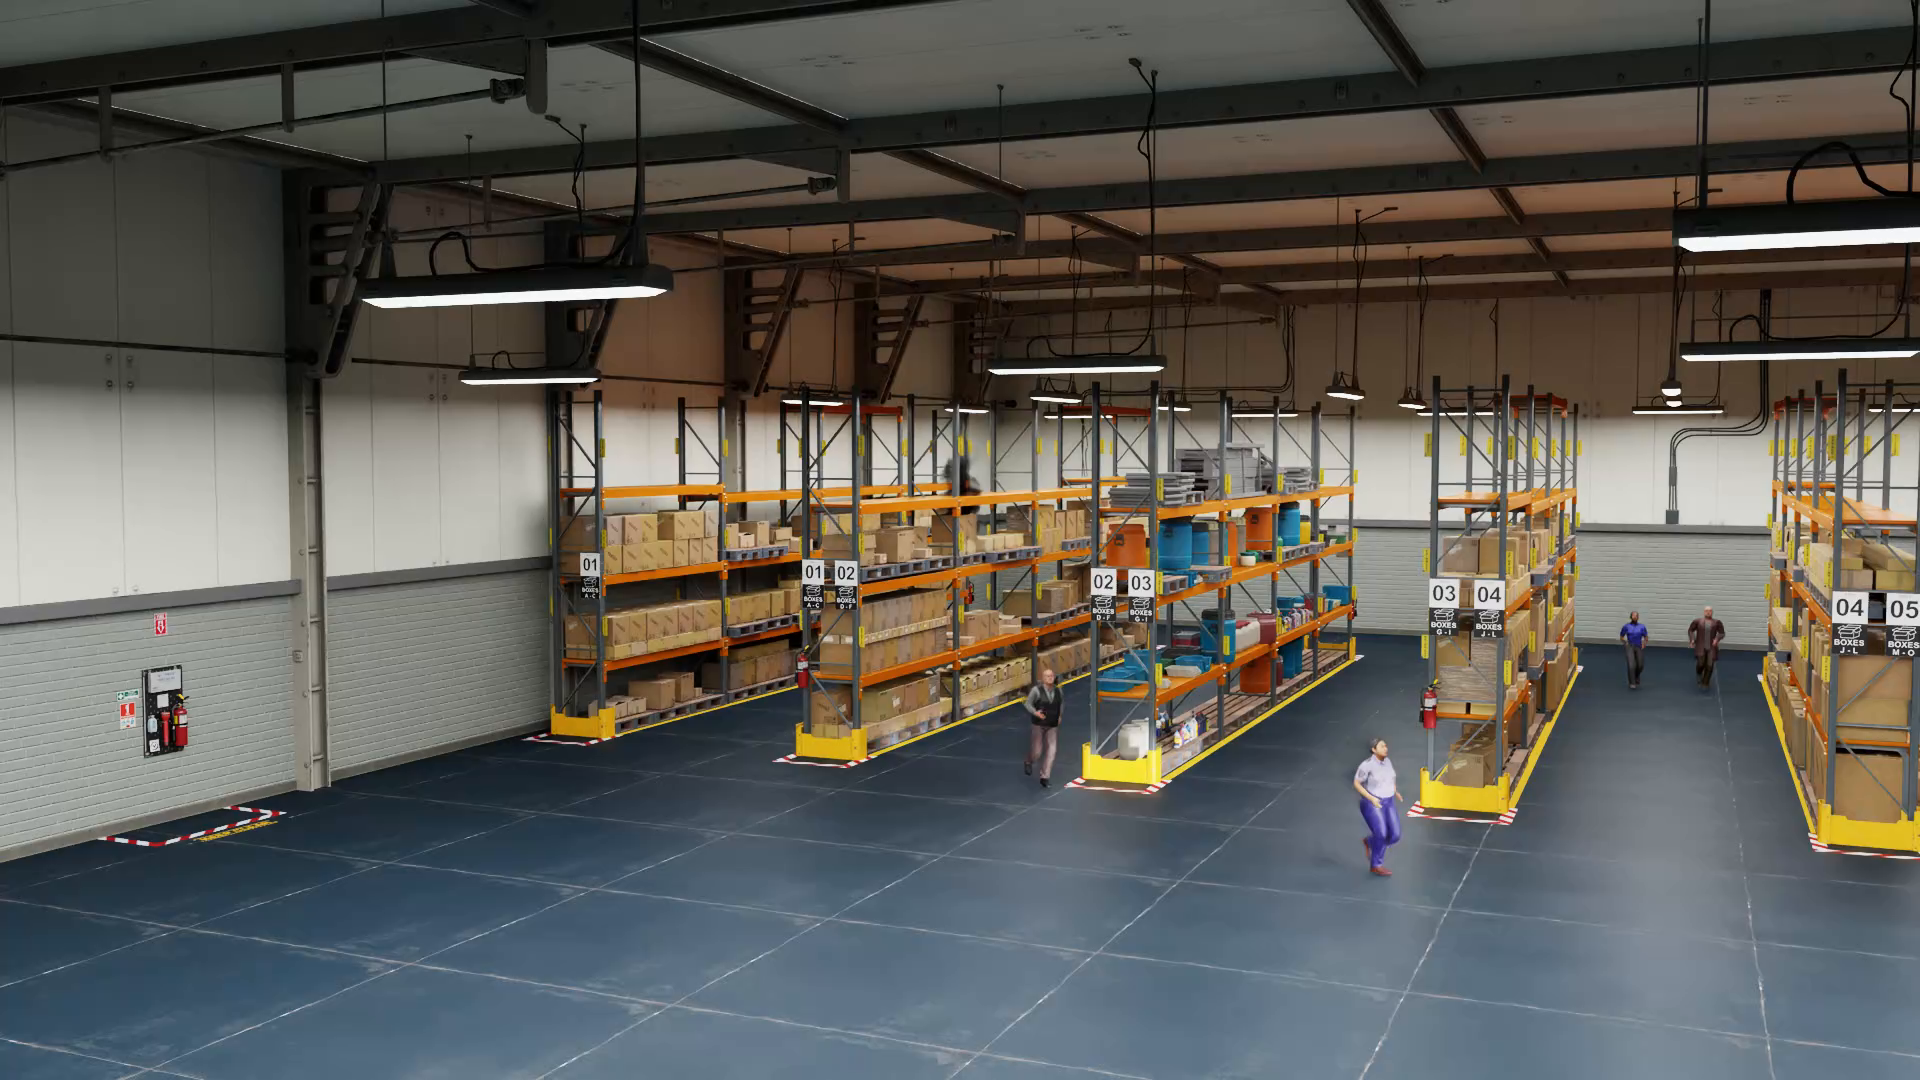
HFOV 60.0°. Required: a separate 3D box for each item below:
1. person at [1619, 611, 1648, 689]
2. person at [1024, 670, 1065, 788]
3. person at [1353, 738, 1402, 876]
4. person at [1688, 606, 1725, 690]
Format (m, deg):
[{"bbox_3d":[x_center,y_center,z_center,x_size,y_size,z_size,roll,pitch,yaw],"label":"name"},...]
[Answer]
[{"bbox_3d":[14.007,2.287,34.583,0.552,1.605,0.557,1,3,16],"label":"person"},{"bbox_3d":[1.278,2.790,24.846,0.674,1.717,0.809,-1,3,-14],"label":"person"},{"bbox_3d":[4.895,3.119,19.587,0.594,1.601,0.556,-2,4,-31],"label":"person"},{"bbox_3d":[15.478,2.240,34.476,0.708,1.737,0.640,1,3,21],"label":"person"}]
